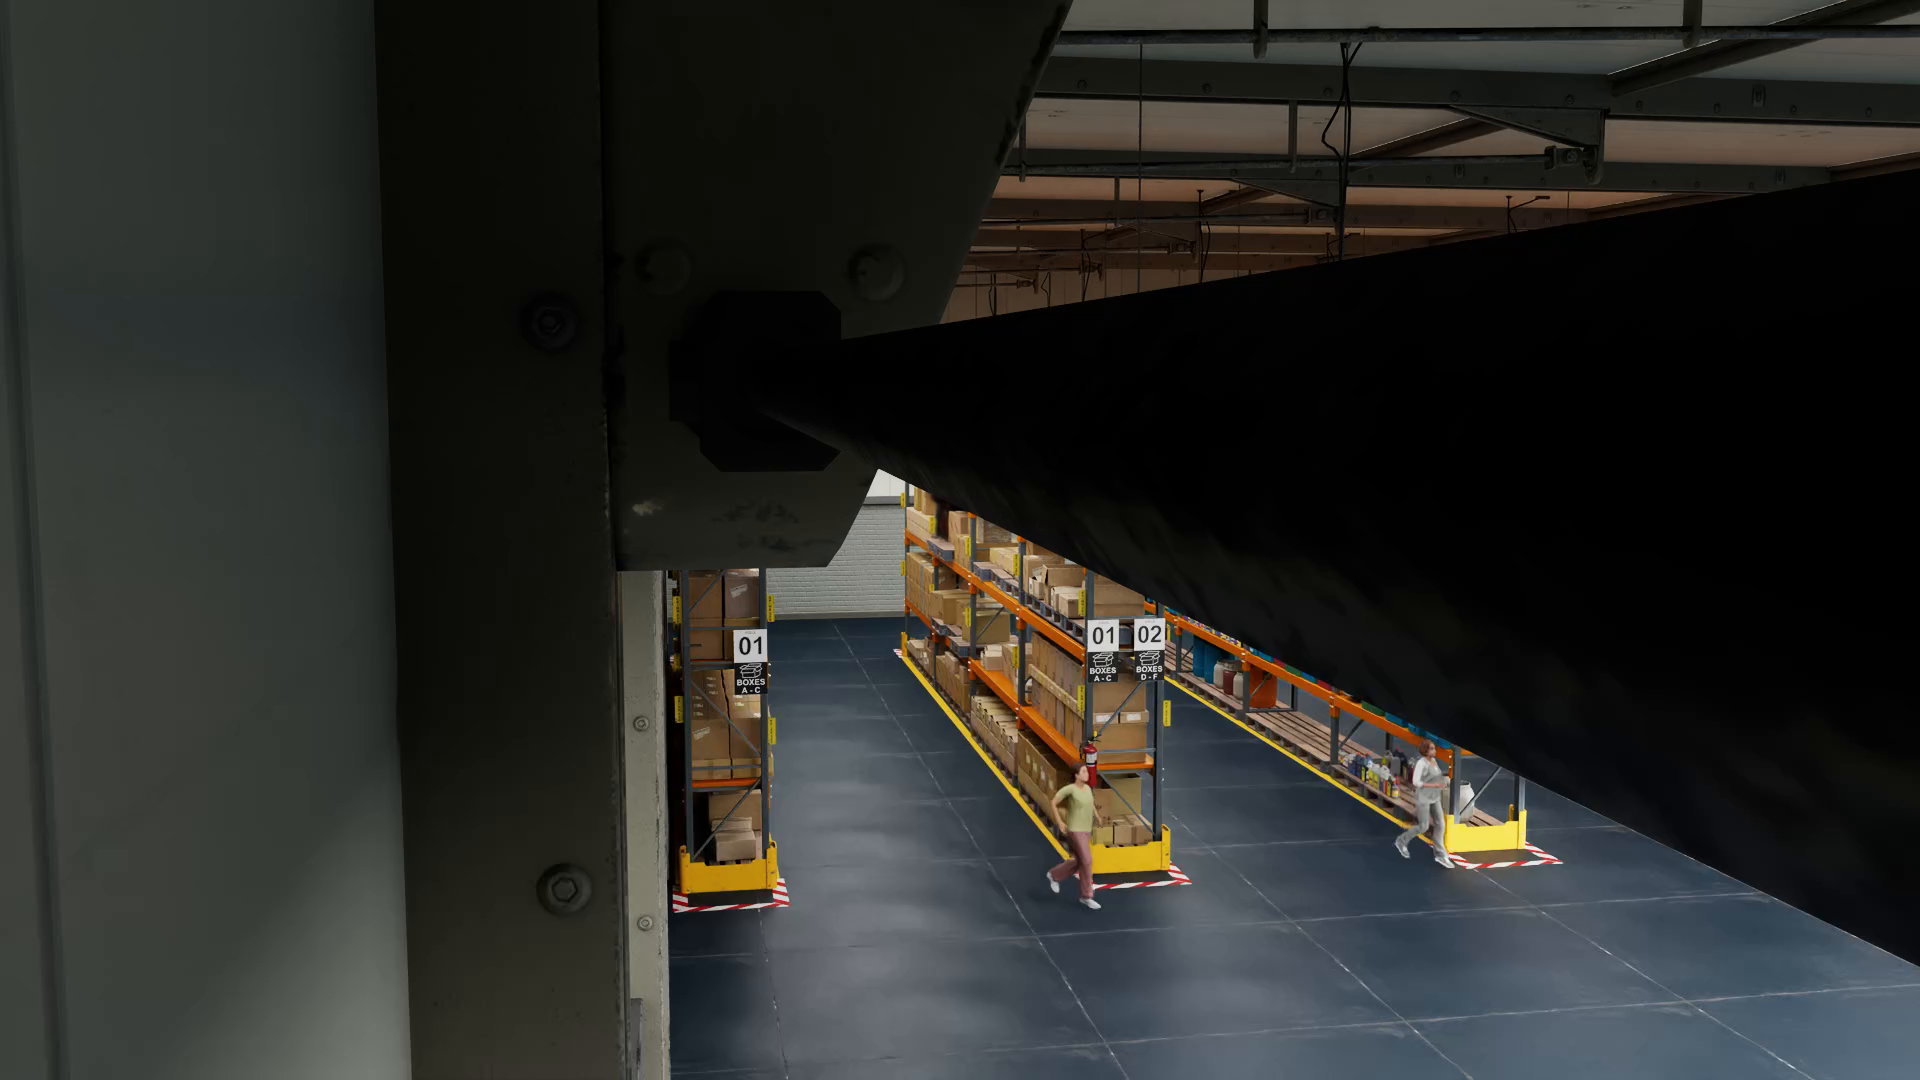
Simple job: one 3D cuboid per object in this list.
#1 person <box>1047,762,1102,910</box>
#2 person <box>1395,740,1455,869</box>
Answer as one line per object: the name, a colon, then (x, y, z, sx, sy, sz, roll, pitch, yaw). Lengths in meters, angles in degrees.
person: (1.421, 3.470, 19.759, 0.819, 1.660, 0.614, 5, 8, 42)
person: (5.927, 3.338, 21.154, 0.542, 1.612, 0.744, -6, 8, -44)
